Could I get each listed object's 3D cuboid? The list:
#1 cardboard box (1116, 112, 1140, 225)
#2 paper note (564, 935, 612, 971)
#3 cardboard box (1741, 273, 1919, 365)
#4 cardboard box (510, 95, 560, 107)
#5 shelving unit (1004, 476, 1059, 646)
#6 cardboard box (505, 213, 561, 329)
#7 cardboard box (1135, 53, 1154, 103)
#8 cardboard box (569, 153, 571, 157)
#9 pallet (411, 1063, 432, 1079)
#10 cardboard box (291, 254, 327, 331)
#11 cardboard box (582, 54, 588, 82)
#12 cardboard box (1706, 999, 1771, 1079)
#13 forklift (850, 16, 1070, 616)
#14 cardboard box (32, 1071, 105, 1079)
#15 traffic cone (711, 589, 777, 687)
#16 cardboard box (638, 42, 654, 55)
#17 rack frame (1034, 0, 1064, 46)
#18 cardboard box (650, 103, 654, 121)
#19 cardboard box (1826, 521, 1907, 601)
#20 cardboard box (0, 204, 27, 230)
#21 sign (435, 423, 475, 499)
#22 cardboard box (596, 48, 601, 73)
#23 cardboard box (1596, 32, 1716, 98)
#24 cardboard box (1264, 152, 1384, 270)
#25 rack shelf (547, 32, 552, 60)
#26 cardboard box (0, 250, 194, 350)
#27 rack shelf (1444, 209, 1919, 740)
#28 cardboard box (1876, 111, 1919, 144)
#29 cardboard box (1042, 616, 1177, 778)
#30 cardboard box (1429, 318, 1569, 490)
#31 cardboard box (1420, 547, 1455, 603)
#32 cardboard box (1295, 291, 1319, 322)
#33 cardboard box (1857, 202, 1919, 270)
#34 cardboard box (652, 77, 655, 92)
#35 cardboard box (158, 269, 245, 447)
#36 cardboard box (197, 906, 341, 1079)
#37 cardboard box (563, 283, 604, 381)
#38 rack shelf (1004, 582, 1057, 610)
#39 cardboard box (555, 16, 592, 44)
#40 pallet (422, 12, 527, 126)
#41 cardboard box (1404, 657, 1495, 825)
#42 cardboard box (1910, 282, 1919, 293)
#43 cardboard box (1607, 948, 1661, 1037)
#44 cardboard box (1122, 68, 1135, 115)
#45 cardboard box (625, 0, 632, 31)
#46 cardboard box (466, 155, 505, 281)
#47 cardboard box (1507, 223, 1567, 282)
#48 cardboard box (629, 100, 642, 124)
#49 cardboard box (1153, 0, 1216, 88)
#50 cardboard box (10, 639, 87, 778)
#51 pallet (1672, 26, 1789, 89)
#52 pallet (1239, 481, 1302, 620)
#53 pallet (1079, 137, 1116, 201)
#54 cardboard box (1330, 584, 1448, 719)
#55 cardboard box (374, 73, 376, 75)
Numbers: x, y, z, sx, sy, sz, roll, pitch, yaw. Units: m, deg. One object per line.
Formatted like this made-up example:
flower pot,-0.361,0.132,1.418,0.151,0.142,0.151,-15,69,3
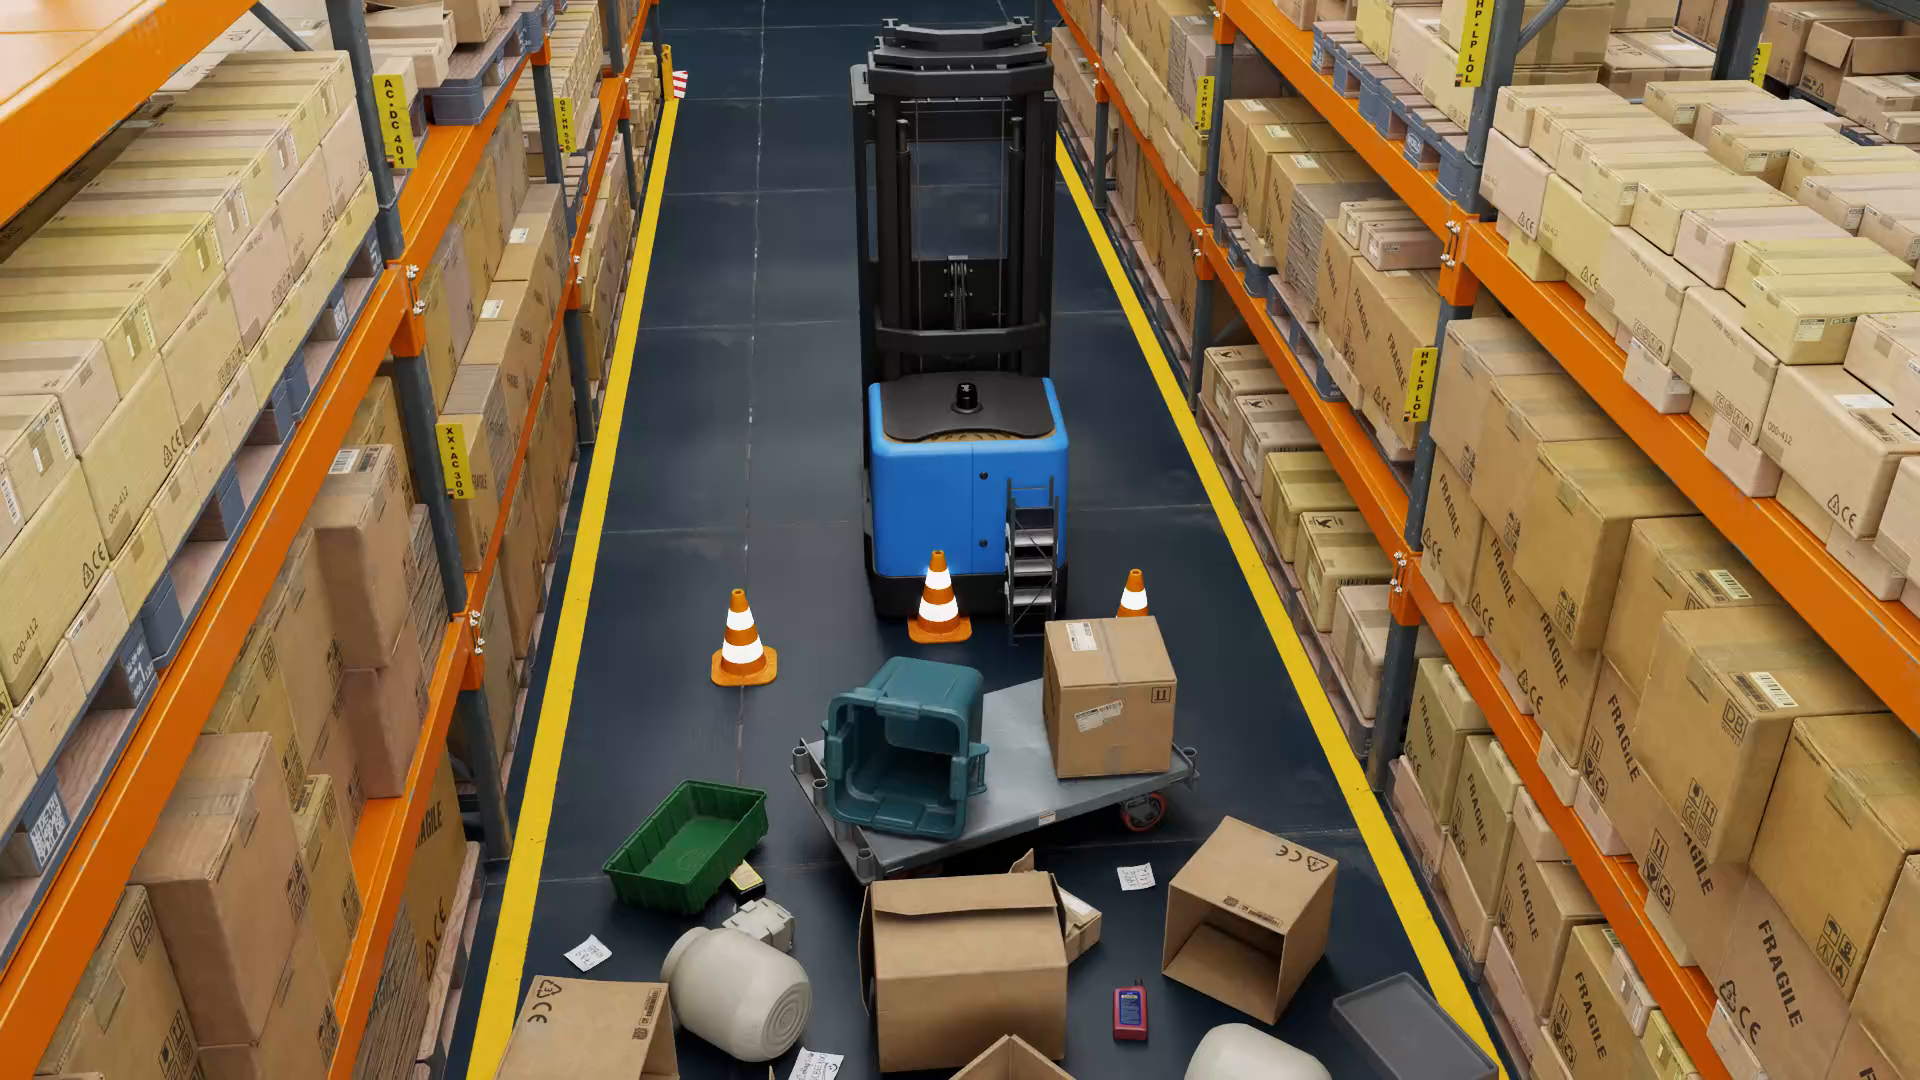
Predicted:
cardboard box,1.810,-3.198,13.842,0.875,0.875,0.875,-2,31,-3
paper note,-1.534,1.705,6.866,0.142,0.020,0.147,27,40,37
cardboard box,2.292,-0.578,4.335,0.380,0.149,0.250,-2,31,-3
cardboard box,-2.769,-2.748,10.680,0.380,0.149,0.250,-3,31,-5
shelving unit,0.370,0.118,8.676,0.258,0.900,0.210,-2,31,-4
cardboard box,-2.518,-1.483,9.210,0.500,0.500,0.500,-3,31,-5
cardboard box,1.580,-3.373,12.131,0.500,0.250,0.500,-4,31,-6
cardboard box,-2.791,-2.635,11.072,0.380,0.149,0.250,-1,31,-2
pallet,-2.389,2.344,5.620,1.003,0.211,1.213,-3,31,-5
cardboard box,-2.073,-0.711,4.828,0.380,0.149,0.250,-3,31,-4
cardboard box,-2.914,-3.427,12.108,0.380,0.149,0.250,-4,31,-7
cardboard box,2.355,1.425,4.684,0.380,0.149,0.250,-2,31,-4
forklift,-0.046,-1.580,9.538,1.130,2.935,3.031,-2,31,-4
cardboard box,-2.121,1.453,3.193,0.875,0.550,0.550,-3,31,-5
traffic cone,-1.121,0.462,8.525,0.336,0.463,0.334,-3,31,-5
cardboard box,-3.318,-4.950,16.903,0.380,0.149,0.250,-2,31,-4
rack frame,1.299,-6.285,17.347,1.000,3.000,0.127,-3,31,-5
cardboard box,-3.177,-4.176,16.187,0.380,0.149,0.250,-4,31,-7
cardboard box,2.407,0.015,4.120,0.380,0.149,0.250,-3,31,-5
cardboard box,-2.706,-0.893,4.355,0.380,0.149,0.250,-2,31,-4
sign,-1.946,-0.303,6.410,0.100,0.325,0.005,-3,31,-5
cardboard box,-2.987,-3.701,12.856,0.380,0.149,0.250,-3,31,-4
cardboard box,2.765,-1.880,6.783,0.500,0.250,0.500,-4,31,-6
cardboard box,1.970,-1.774,8.998,0.500,0.500,0.500,-2,31,-4
rack shelf,-3.059,-3.912,11.151,1.077,0.370,4.000,-3,31,-5
cardboard box,-1.981,-0.538,3.761,0.380,0.149,0.250,-2,31,-4
rack shelf,2.607,-0.116,4.796,1.077,0.370,4.000,-3,31,-5
cardboard box,6.545,-2.830,11.398,0.380,0.149,0.250,-2,31,-4
cardboard box,0.651,0.690,7.369,0.500,0.500,0.500,-3,31,-5
cardboard box,2.245,-0.523,6.338,0.700,0.500,0.500,-3,31,-5
cardboard box,2.130,0.126,6.860,0.380,0.149,0.250,-3,31,-5
cardboard box,1.994,-1.271,8.788,0.380,0.149,0.250,-2,31,-3
cardboard box,2.855,-0.870,4.824,0.380,0.149,0.250,-2,31,-4
cardboard box,-3.236,-4.559,16.539,0.380,0.149,0.250,-4,31,-7
cardboard box,-2.057,-0.433,3.975,0.500,0.250,0.500,-3,31,-5
cardboard box,-2.205,1.349,4.420,0.875,0.550,0.550,-3,31,-5
cardboard box,-2.685,-1.392,11.184,0.500,0.500,0.500,-4,31,-7
rack shelf,0.370,0.301,8.785,0.258,0.077,0.200,-2,31,-4
cardboard box,-2.966,-3.817,12.471,0.380,0.149,0.250,-4,31,-6
pallet,-2.652,-2.222,7.803,1.003,0.211,1.213,-1,31,-2
cardboard box,2.206,0.834,6.969,0.500,0.500,0.500,-1,31,-2
cardboard box,2.873,-0.520,4.626,0.500,0.250,0.500,-2,31,-4
cardboard box,2.315,1.440,5.323,0.380,0.149,0.250,-1,31,-2
cardboard box,1.533,-3.415,12.688,0.500,0.250,0.500,-3,31,-5
cardboard box,-3.095,-4.642,14.209,0.500,0.500,0.500,-3,31,-5
cardboard box,-2.742,-1.635,8.489,0.700,0.500,0.500,-3,31,-5
cardboard box,2.171,-1.031,5.871,0.380,0.149,0.250,-3,31,-5
cardboard box,-3.101,-3.888,15.124,0.380,0.149,0.250,-2,31,-4
cardboard box,1.642,-3.440,11.511,0.500,0.500,0.500,-3,31,-5
cardboard box,-1.885,0.321,3.100,0.380,0.149,0.250,-3,31,-4
pallet,6.580,-3.987,13.687,1.003,0.211,1.213,-3,31,-5
pallet,2.229,0.017,9.516,1.003,0.211,1.213,-3,31,-5
pallet,1.679,-3.438,15.300,1.003,0.211,1.213,-3,31,-5
cardboard box,2.369,0.522,8.105,0.950,0.372,0.625,-2,31,-4
cardboard box,-2.307,-1.643,6.275,0.258,0.266,0.396,-3,31,-5
